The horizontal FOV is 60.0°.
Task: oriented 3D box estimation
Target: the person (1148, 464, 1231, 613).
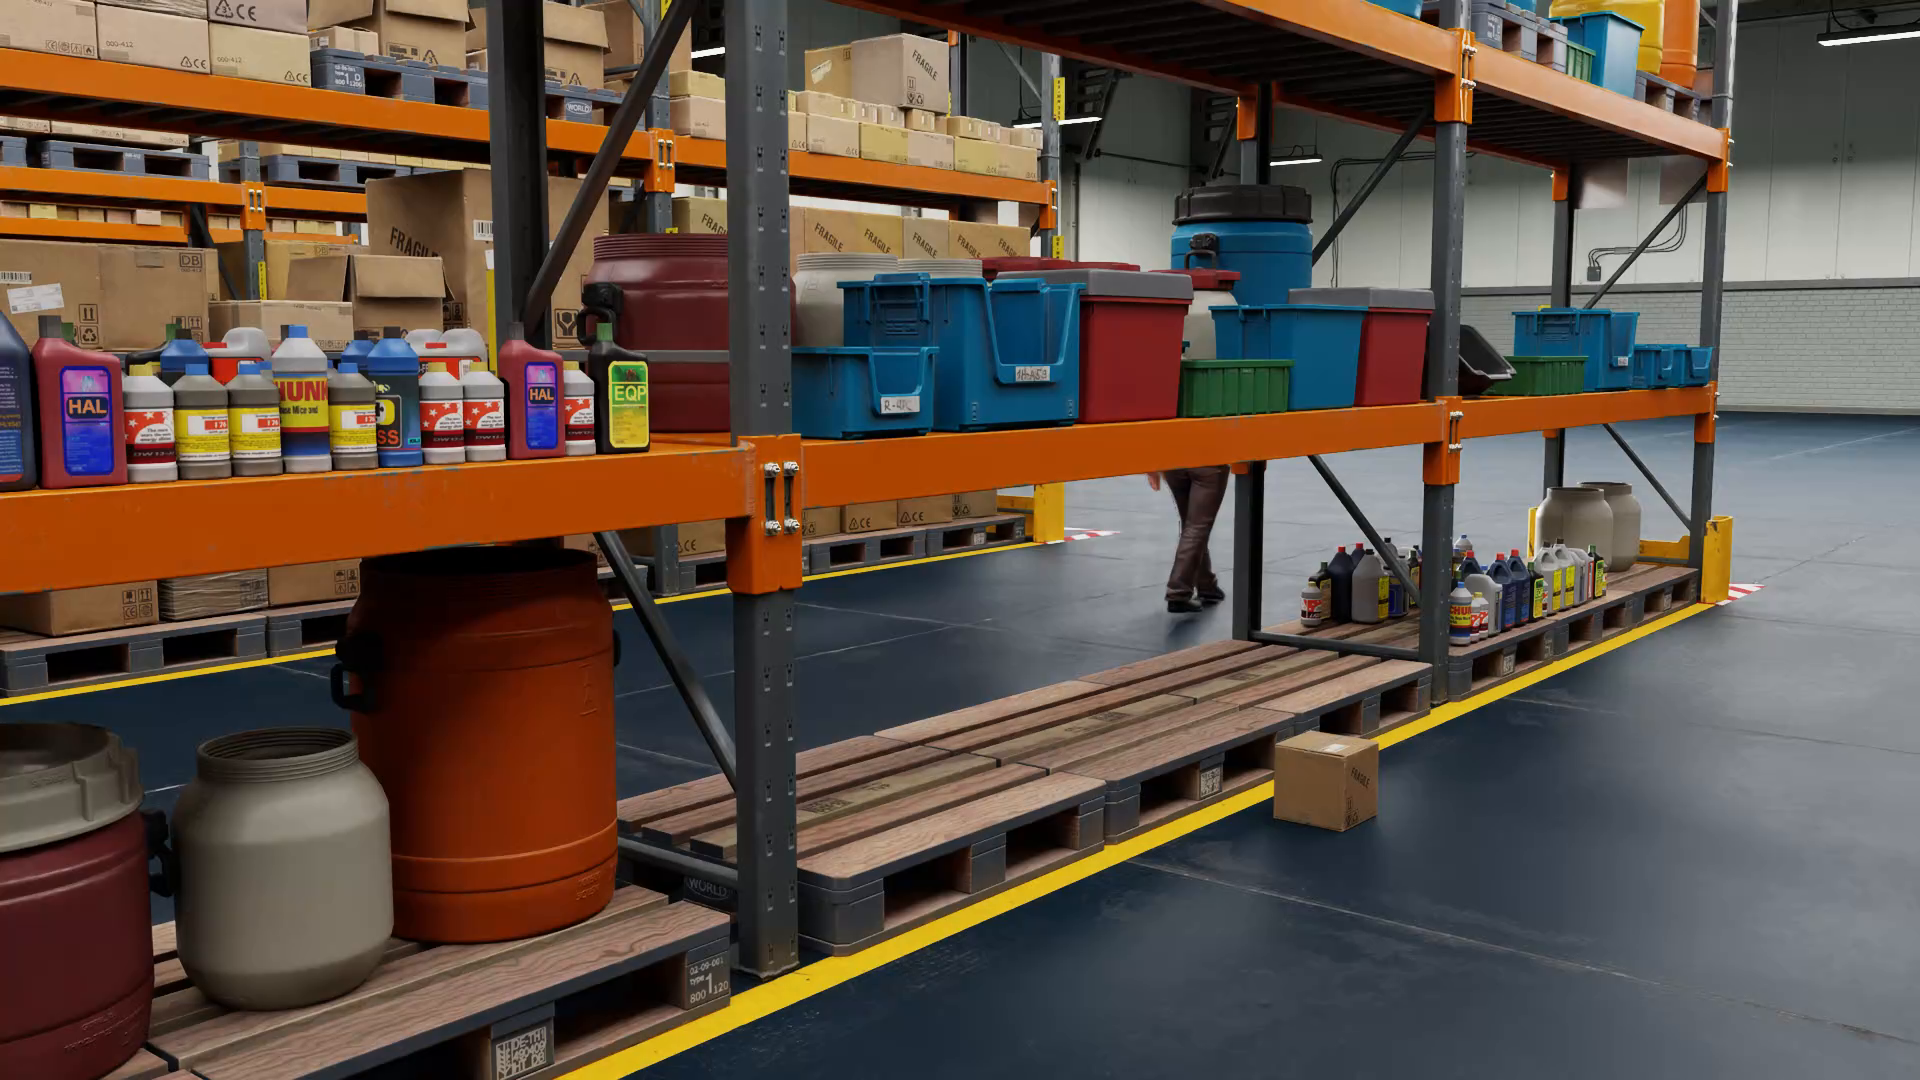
[{"bbox_3d":[1.408,-0.440,9.585,0.531,1.699,0.933,5,8,38],"label":"person"}]
